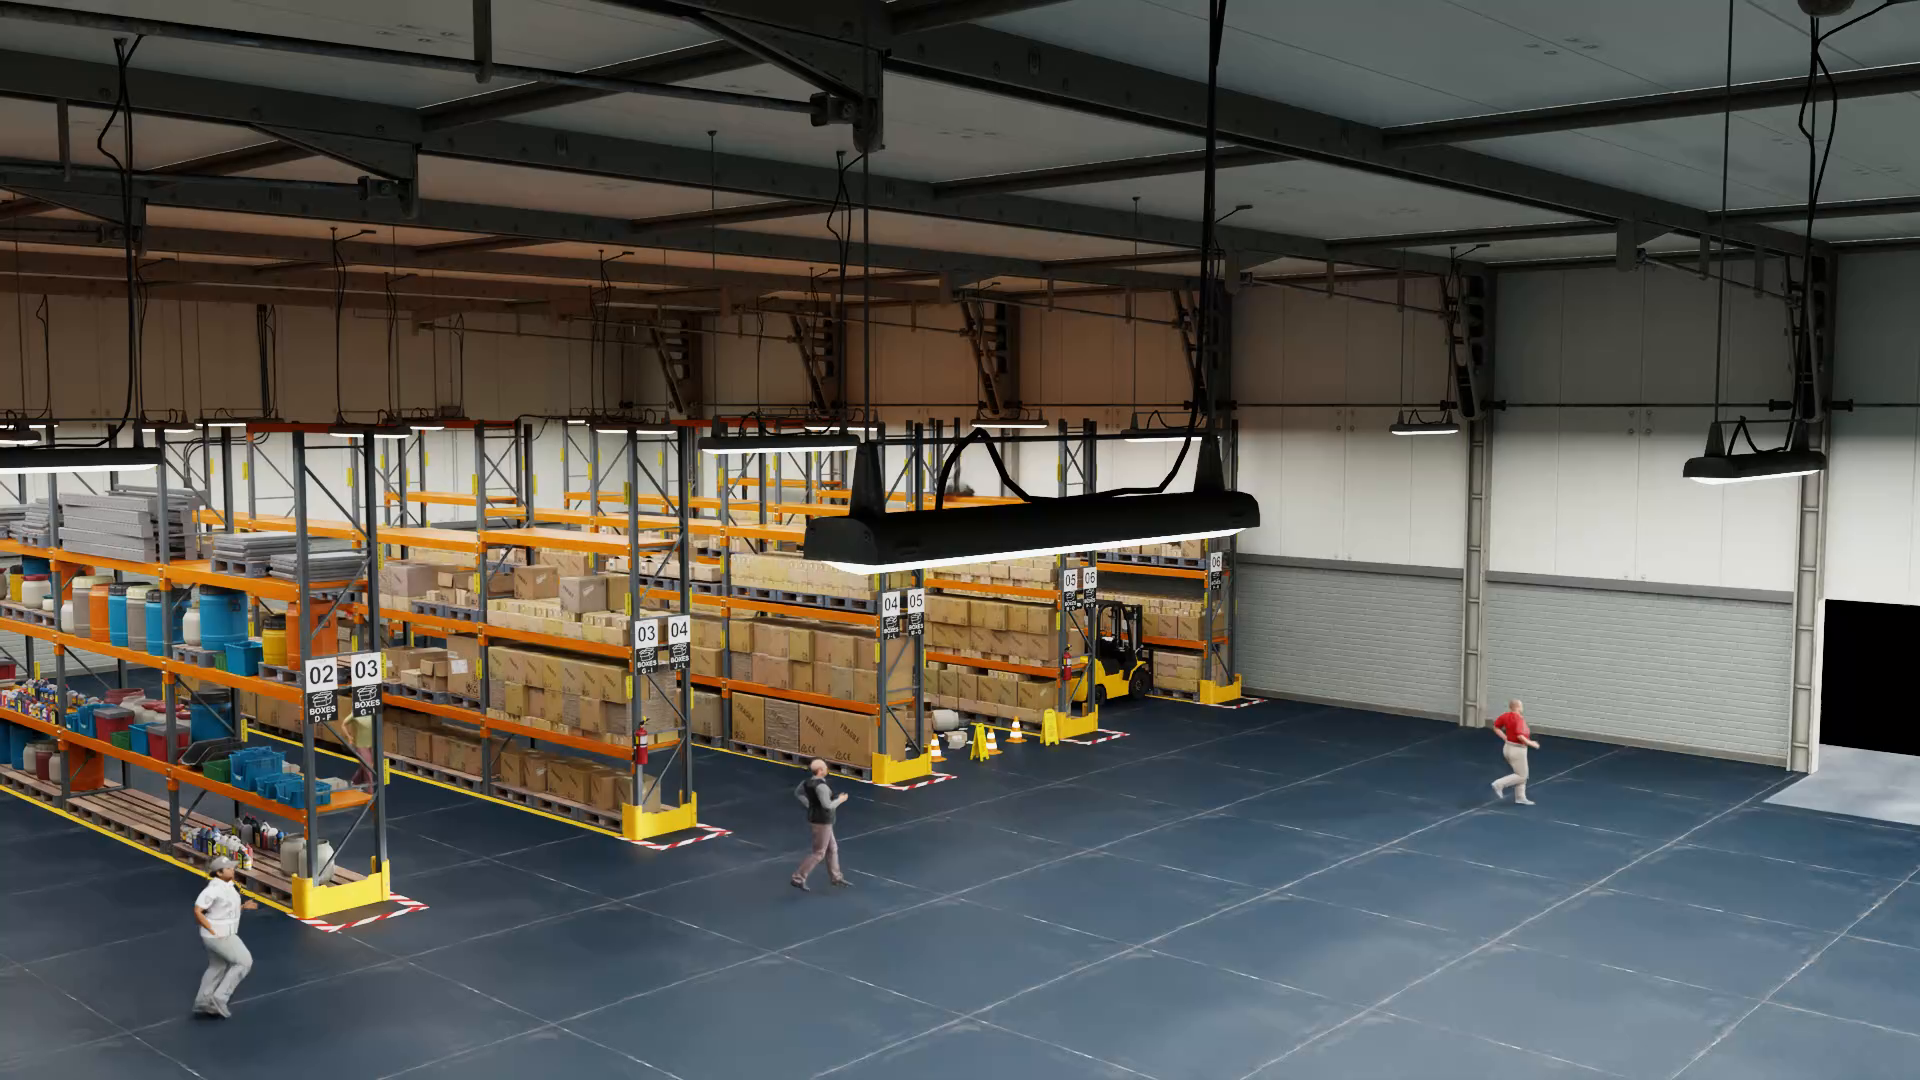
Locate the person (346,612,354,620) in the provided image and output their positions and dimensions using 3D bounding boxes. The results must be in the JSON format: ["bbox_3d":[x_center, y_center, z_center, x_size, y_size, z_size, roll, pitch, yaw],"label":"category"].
[{"bbox_3d":[-13.654,2.444,37.171,0.715,1.739,0.697,-2,5,-20],"label":"person"}]

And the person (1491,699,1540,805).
[{"bbox_3d":[8.707,3.358,26.203,0.816,1.714,0.663,-1,5,-13],"label":"person"}]

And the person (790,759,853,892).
[{"bbox_3d":[-1.786,3.687,21.457,0.878,1.731,0.651,-2,5,-21],"label":"person"}]

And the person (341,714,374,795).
[{"bbox_3d":[-9.485,3.302,26.536,0.960,1.665,0.570,3,6,36],"label":"person"}]

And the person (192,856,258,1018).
[{"bbox_3d":[-7.637,4.106,17.267,0.658,1.675,0.578,-2,5,-21],"label":"person"}]
